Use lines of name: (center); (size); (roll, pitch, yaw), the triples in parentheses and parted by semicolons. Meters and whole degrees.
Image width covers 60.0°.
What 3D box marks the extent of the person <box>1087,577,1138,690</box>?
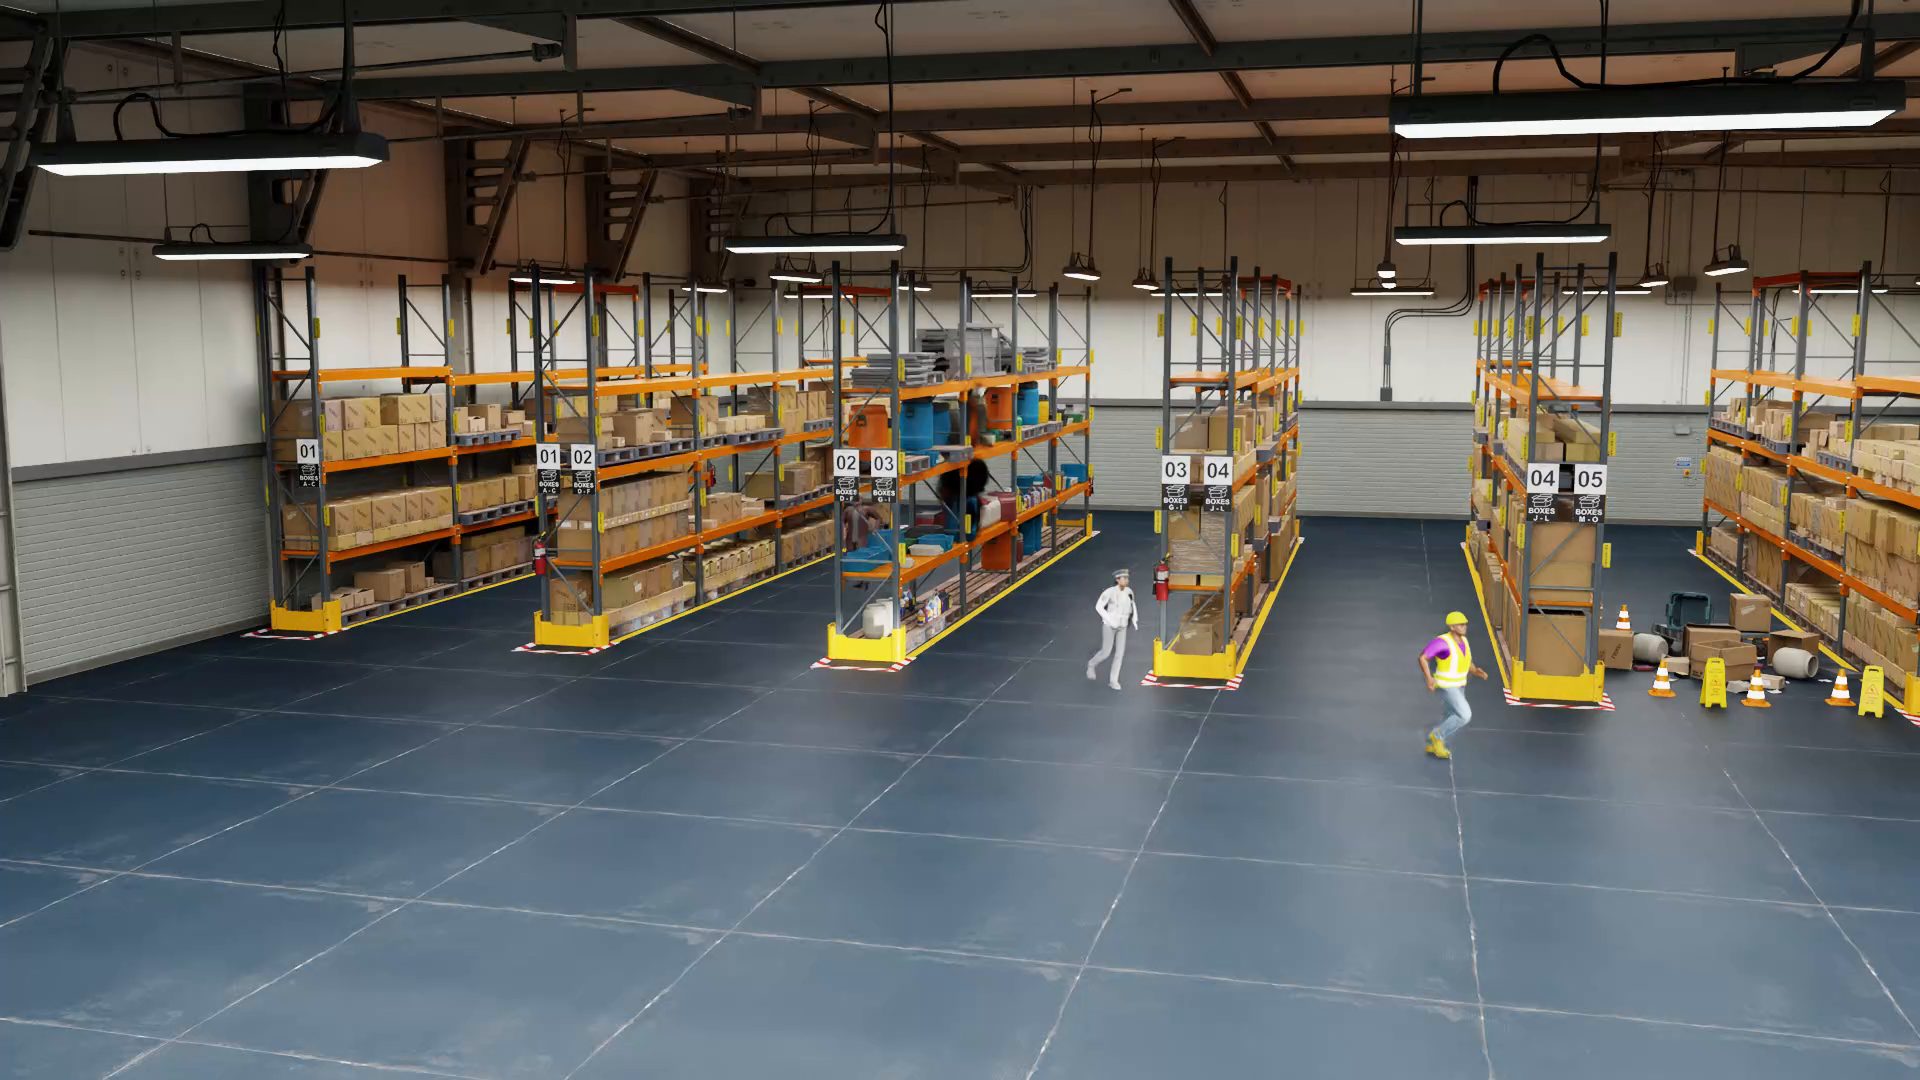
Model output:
person: (2.193, 1.238, 23.406); (0.608, 1.619, 0.771); (-3, 8, -24)

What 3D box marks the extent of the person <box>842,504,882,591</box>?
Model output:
person: (-1.831, 0.142, 30.200); (0.747, 1.596, 0.558); (2, 8, 18)

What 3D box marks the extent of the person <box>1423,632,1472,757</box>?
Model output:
person: (5.679, 1.801, 19.426); (0.656, 1.472, 0.490); (-7, 10, -43)
